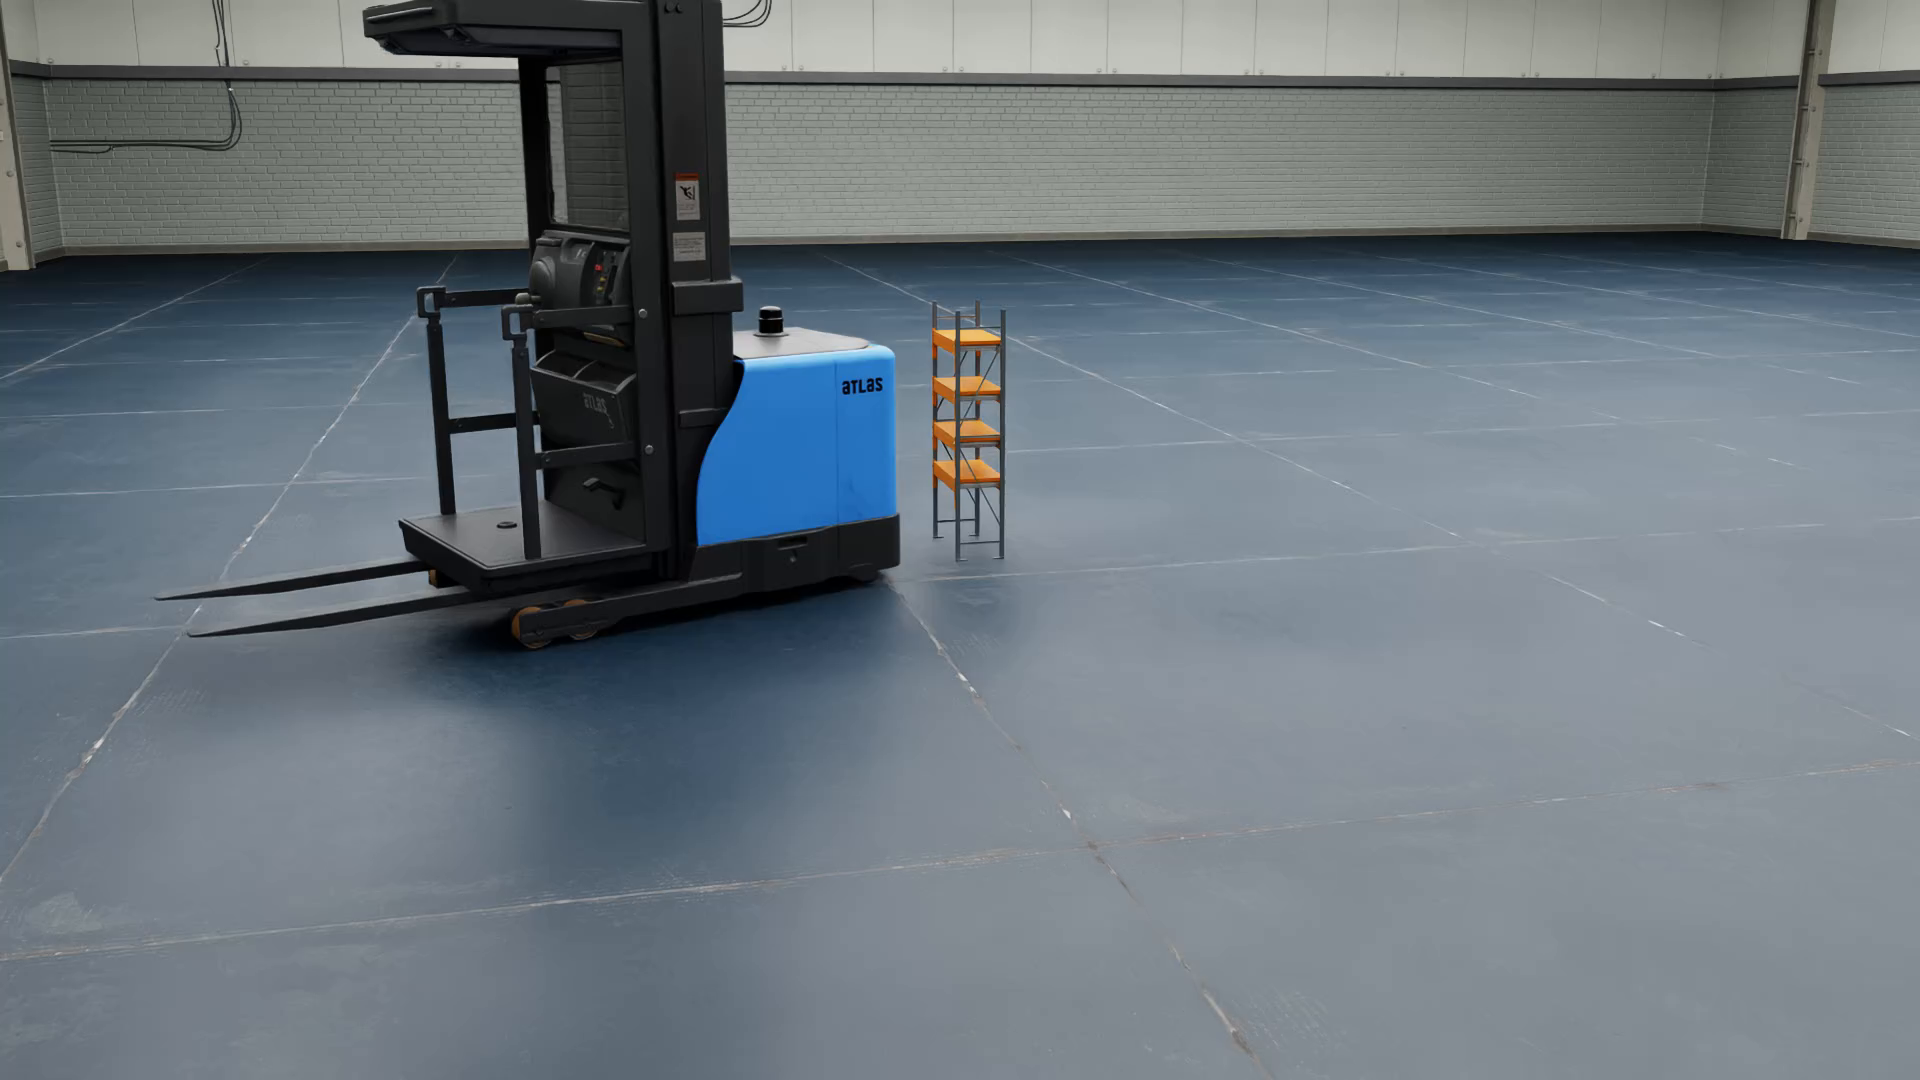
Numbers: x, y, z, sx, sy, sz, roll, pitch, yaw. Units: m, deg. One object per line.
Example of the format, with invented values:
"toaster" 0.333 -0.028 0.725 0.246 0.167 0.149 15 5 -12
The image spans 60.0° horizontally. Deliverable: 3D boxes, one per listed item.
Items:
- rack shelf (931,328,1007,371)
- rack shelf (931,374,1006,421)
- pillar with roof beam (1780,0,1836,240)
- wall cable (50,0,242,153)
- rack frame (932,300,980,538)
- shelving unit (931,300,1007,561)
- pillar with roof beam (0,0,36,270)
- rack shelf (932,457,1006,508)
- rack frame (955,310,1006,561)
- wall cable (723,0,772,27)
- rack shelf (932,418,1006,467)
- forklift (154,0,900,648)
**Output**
"rack shelf" 0.039 -0.926 8.035 0.258 0.148 0.480 -3 14 -13
"rack shelf" 0.039 -0.697 8.091 0.258 0.148 0.480 -3 14 -13
"pillar with roof beam" 12.128 -10.018 30.471 9.100 9.000 0.400 -3 14 -13
"wall cable" -13.713 -7.747 27.718 3.097 2.526 0.112 -3 14 -13
"rack frame" -0.018 -0.601 8.359 0.240 1.200 0.015 -3 14 -13
"shelving unit" 0.039 -0.545 8.128 0.258 1.200 0.503 -3 14 -13
"pillar with roof beam" -10.122 -8.742 25.249 9.100 9.000 0.400 -3 14 -13
"rack shelf" 0.039 -0.286 8.191 0.258 0.148 0.480 -3 14 -13
"rack frame" 0.096 -0.488 7.898 0.240 1.200 0.015 -3 14 -13
"wall cable" -4.481 -11.433 29.097 2.305 6.003 0.169 -3 14 -13
"rack shelf" 0.039 -0.479 8.144 0.258 0.148 0.480 -3 14 -13
"forklift" -1.770 -1.132 6.884 3.031 2.935 1.130 -10 17 -35
